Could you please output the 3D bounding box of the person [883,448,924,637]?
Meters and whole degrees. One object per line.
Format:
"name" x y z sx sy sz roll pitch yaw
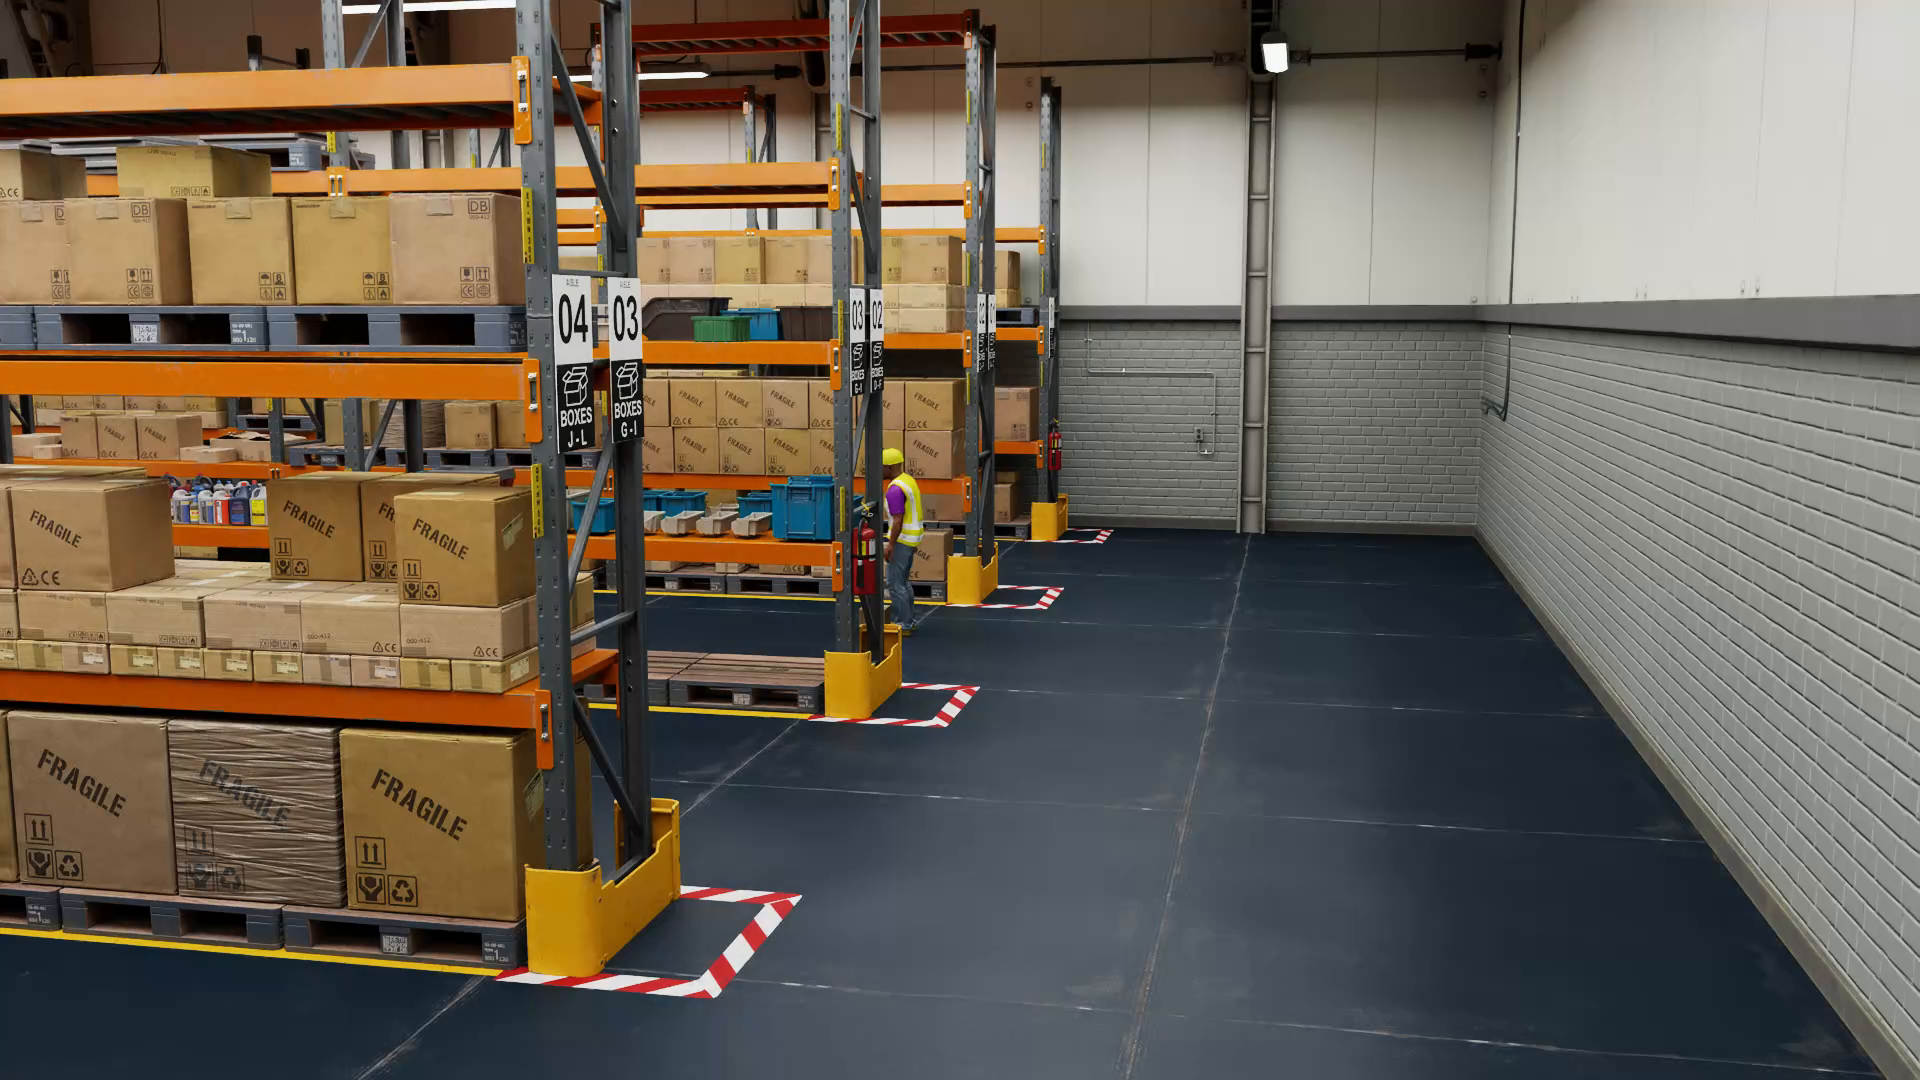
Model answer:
"person" -0.578 0.015 15.636 0.461 1.760 0.627 2 8 11
